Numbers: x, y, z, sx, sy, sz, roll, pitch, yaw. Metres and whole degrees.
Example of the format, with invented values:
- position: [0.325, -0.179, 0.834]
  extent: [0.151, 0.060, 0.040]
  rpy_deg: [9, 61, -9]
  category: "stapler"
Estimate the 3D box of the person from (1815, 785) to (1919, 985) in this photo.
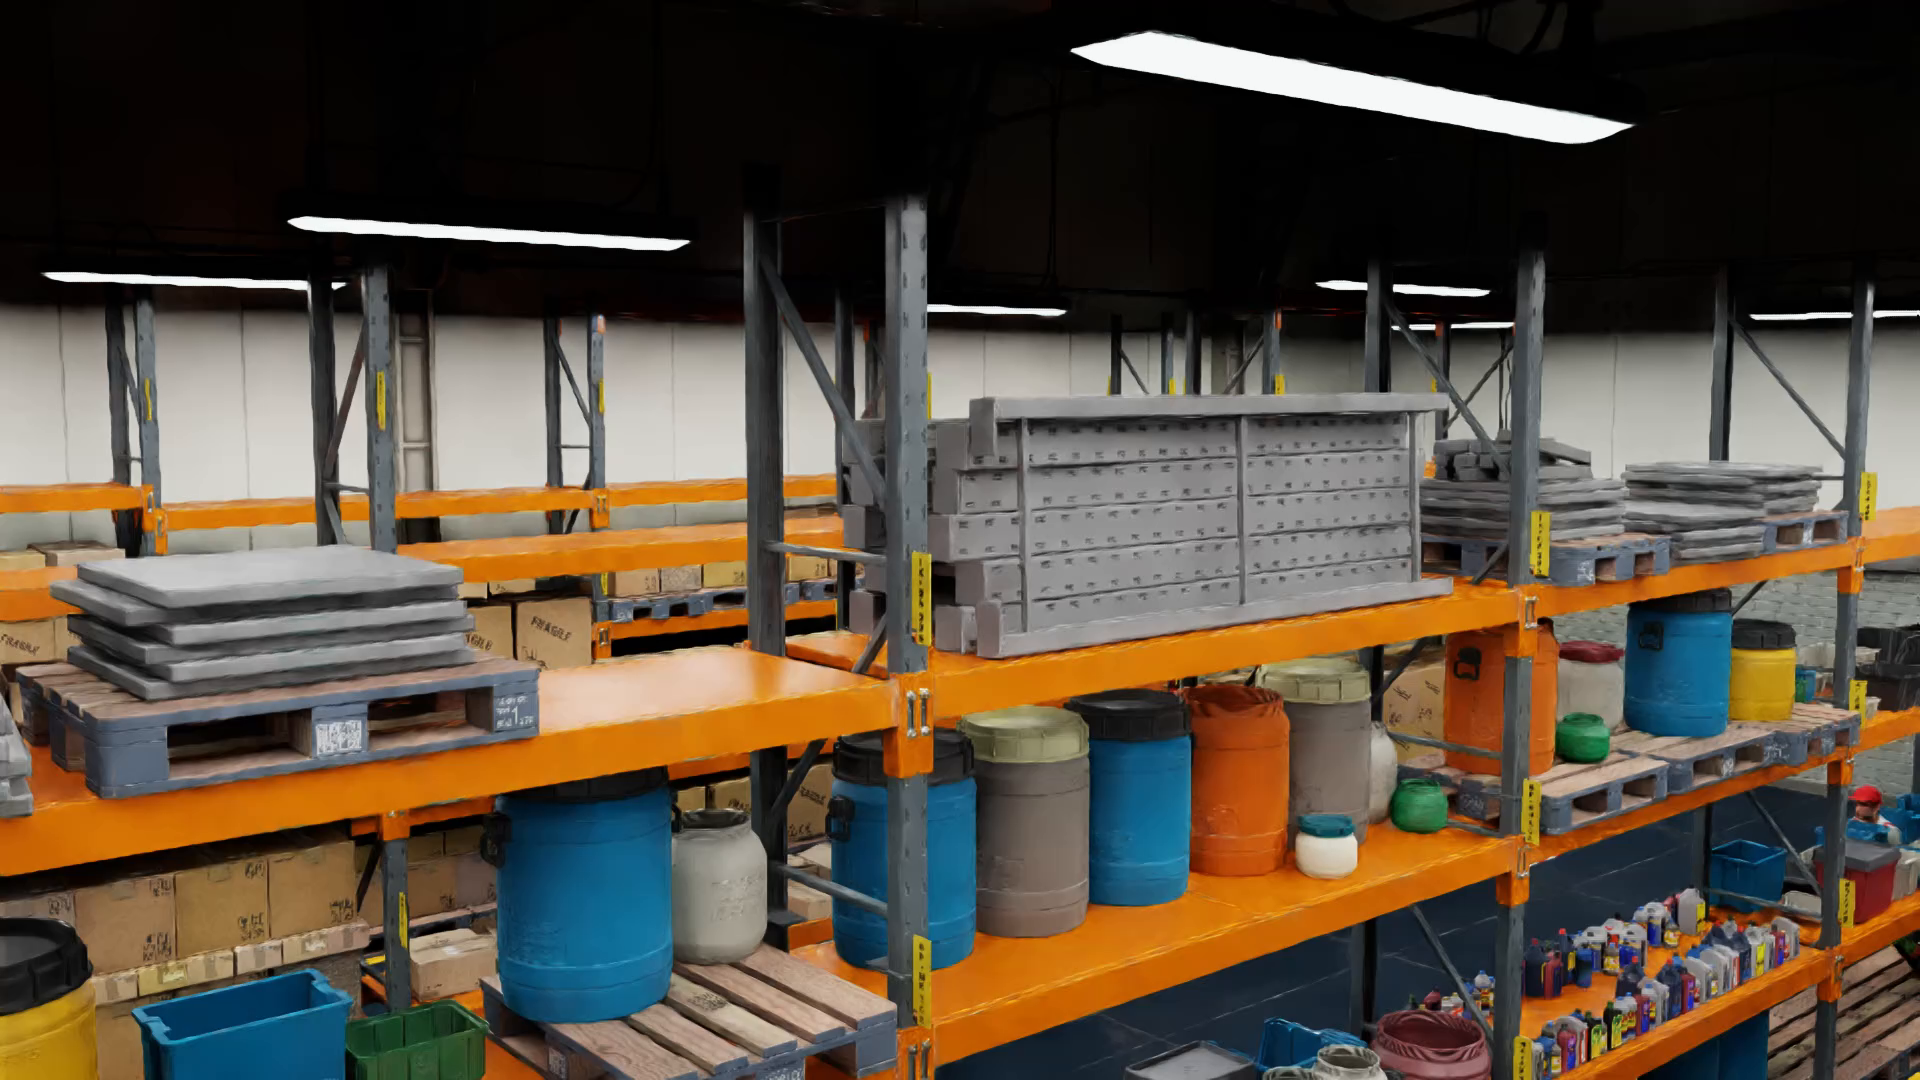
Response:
- position: [7.604, 2.897, 13.825]
  extent: [0.993, 1.756, 0.598]
  rpy_deg: [-2, 6, -18]
  category: "person"
